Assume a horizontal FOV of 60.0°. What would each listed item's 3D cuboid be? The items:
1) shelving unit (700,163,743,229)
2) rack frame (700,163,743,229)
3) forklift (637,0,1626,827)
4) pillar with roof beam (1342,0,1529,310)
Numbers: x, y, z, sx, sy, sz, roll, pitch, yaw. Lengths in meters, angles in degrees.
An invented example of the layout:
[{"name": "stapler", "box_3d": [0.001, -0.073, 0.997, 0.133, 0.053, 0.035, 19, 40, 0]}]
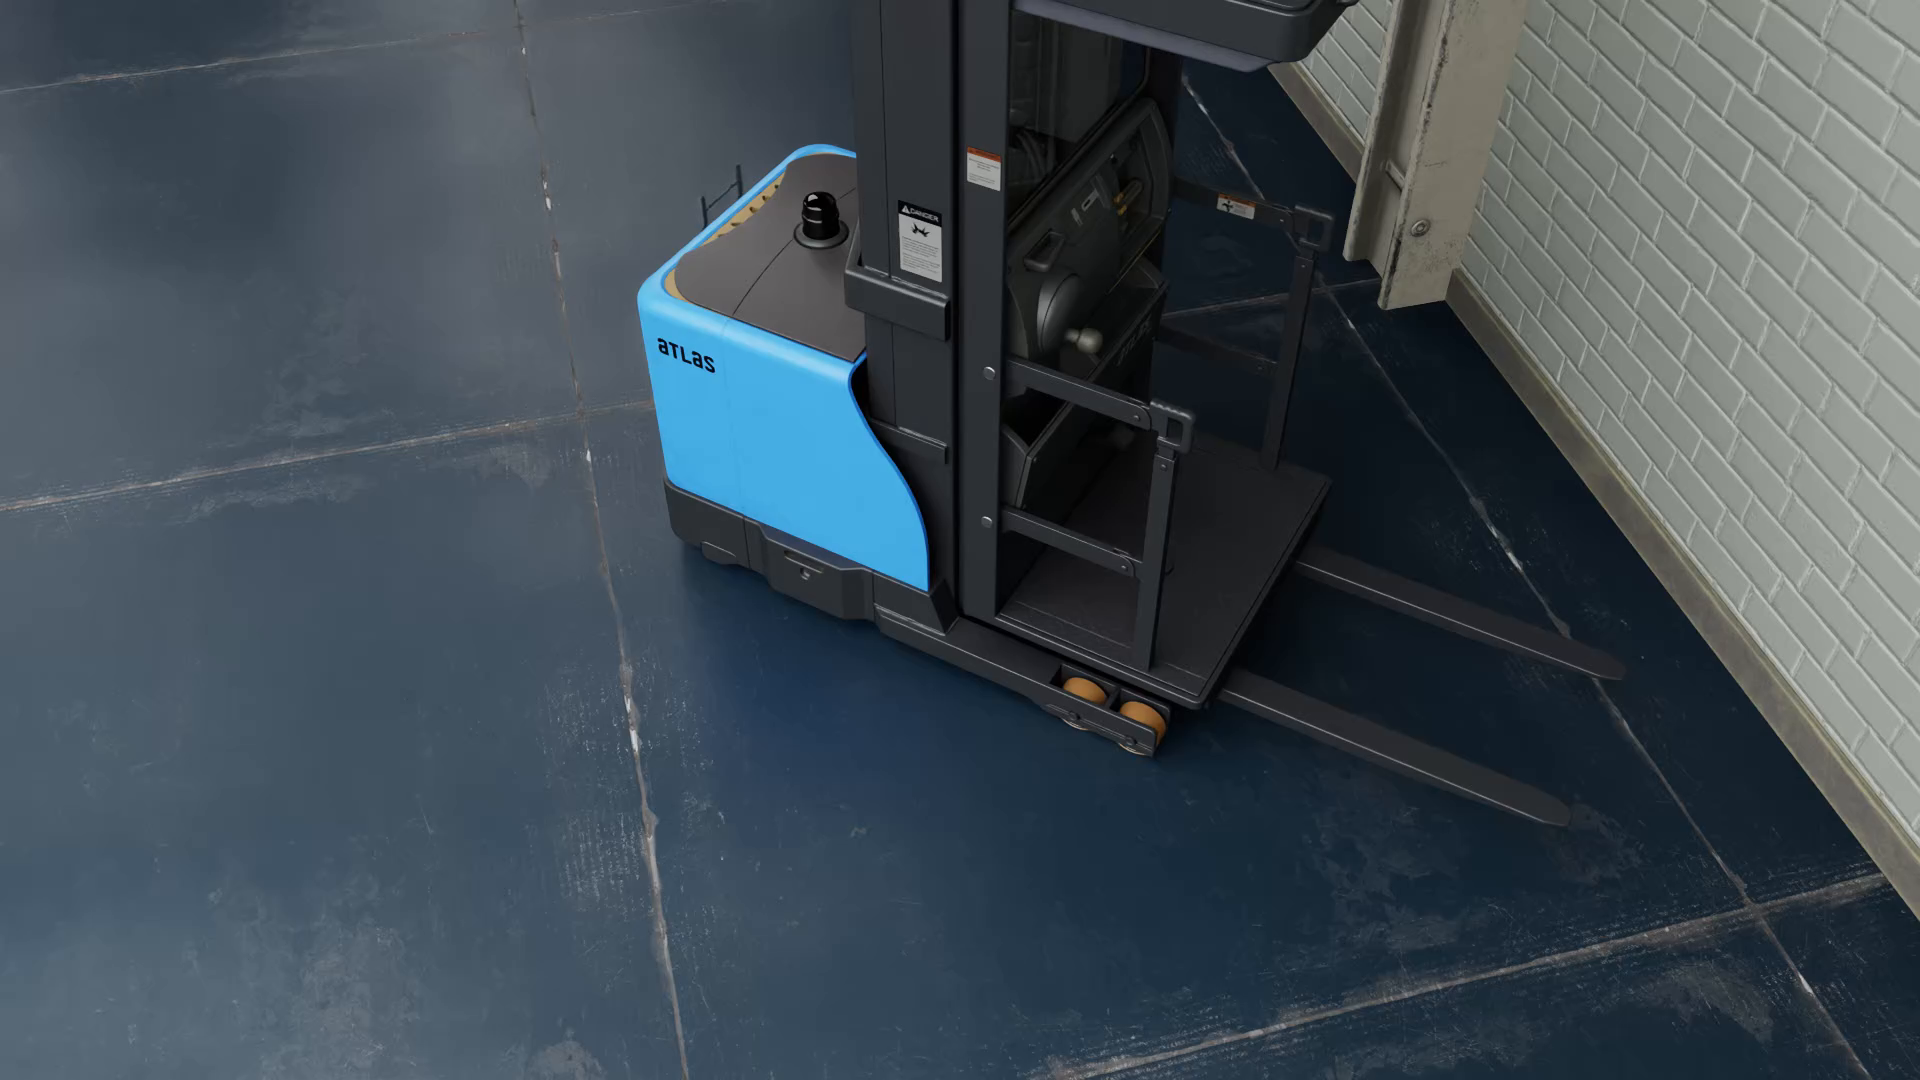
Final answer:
[{"name": "shelving unit", "box_3d": [-0.733, -0.883, 5.985, 0.210, 0.900, 0.258, 21, 49, 19]}, {"name": "rack frame", "box_3d": [-0.823, -0.917, 6.018, 0.006, 0.900, 0.240, 21, 49, 19]}, {"name": "forklift", "box_3d": [0.546, -0.806, 4.488, 3.031, 2.935, 1.130, 22, 50, 20]}, {"name": "pillar with roof beam", "box_3d": [-2.373, -3.446, 2.827, 9.100, 9.000, 0.400, -11, 47, -10]}]
